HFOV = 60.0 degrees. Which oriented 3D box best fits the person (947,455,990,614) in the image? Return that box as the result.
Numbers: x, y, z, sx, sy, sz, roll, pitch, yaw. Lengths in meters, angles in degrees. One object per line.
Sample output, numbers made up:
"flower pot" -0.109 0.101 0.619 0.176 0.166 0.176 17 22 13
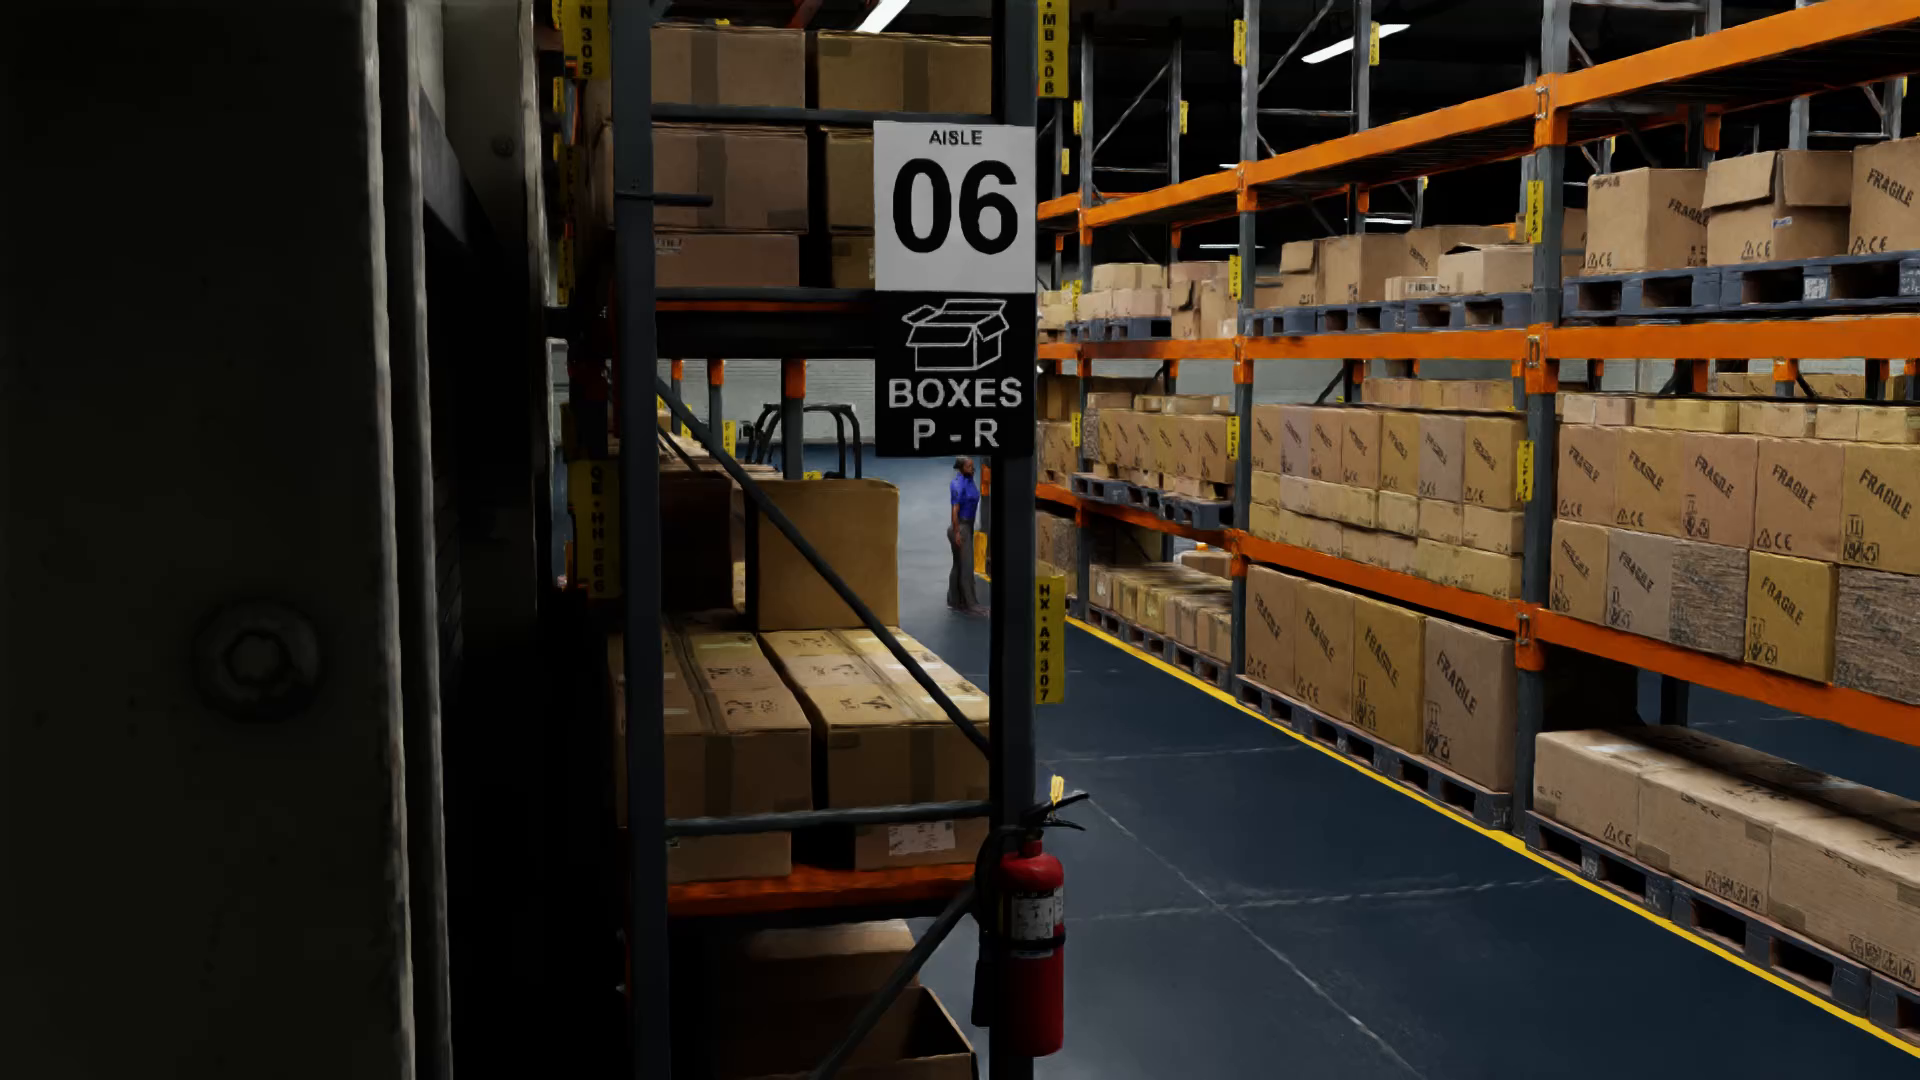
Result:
"person" 0.099 -0.067 17.126 0.562 1.656 0.629 2 6 16
